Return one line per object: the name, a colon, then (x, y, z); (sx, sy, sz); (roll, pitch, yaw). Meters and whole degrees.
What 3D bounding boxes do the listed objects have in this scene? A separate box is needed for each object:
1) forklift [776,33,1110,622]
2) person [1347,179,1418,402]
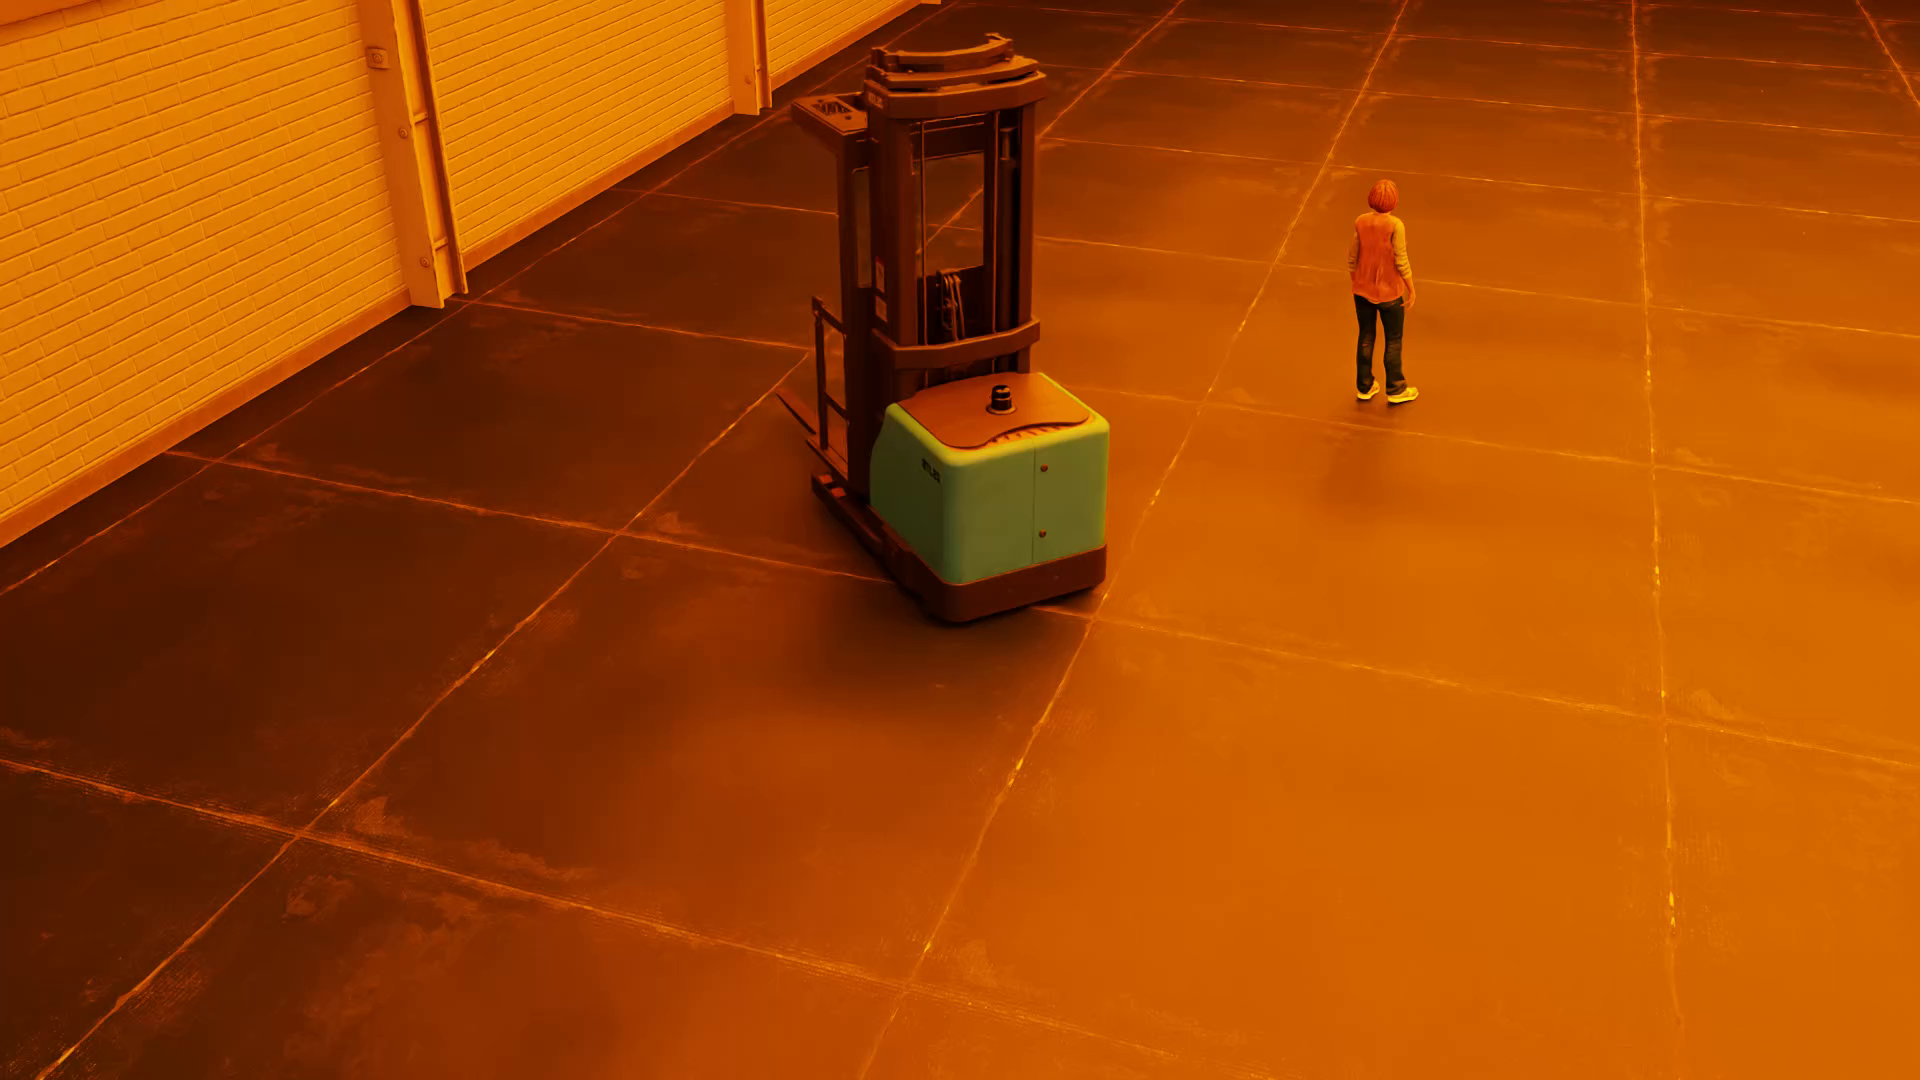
forklift: (-0.284, -1.525, 9.812); (1.130, 2.935, 3.031); (-14, 33, -23)
person: (2.944, -1.726, 11.499); (0.474, 1.598, 0.519); (-26, 39, -38)
